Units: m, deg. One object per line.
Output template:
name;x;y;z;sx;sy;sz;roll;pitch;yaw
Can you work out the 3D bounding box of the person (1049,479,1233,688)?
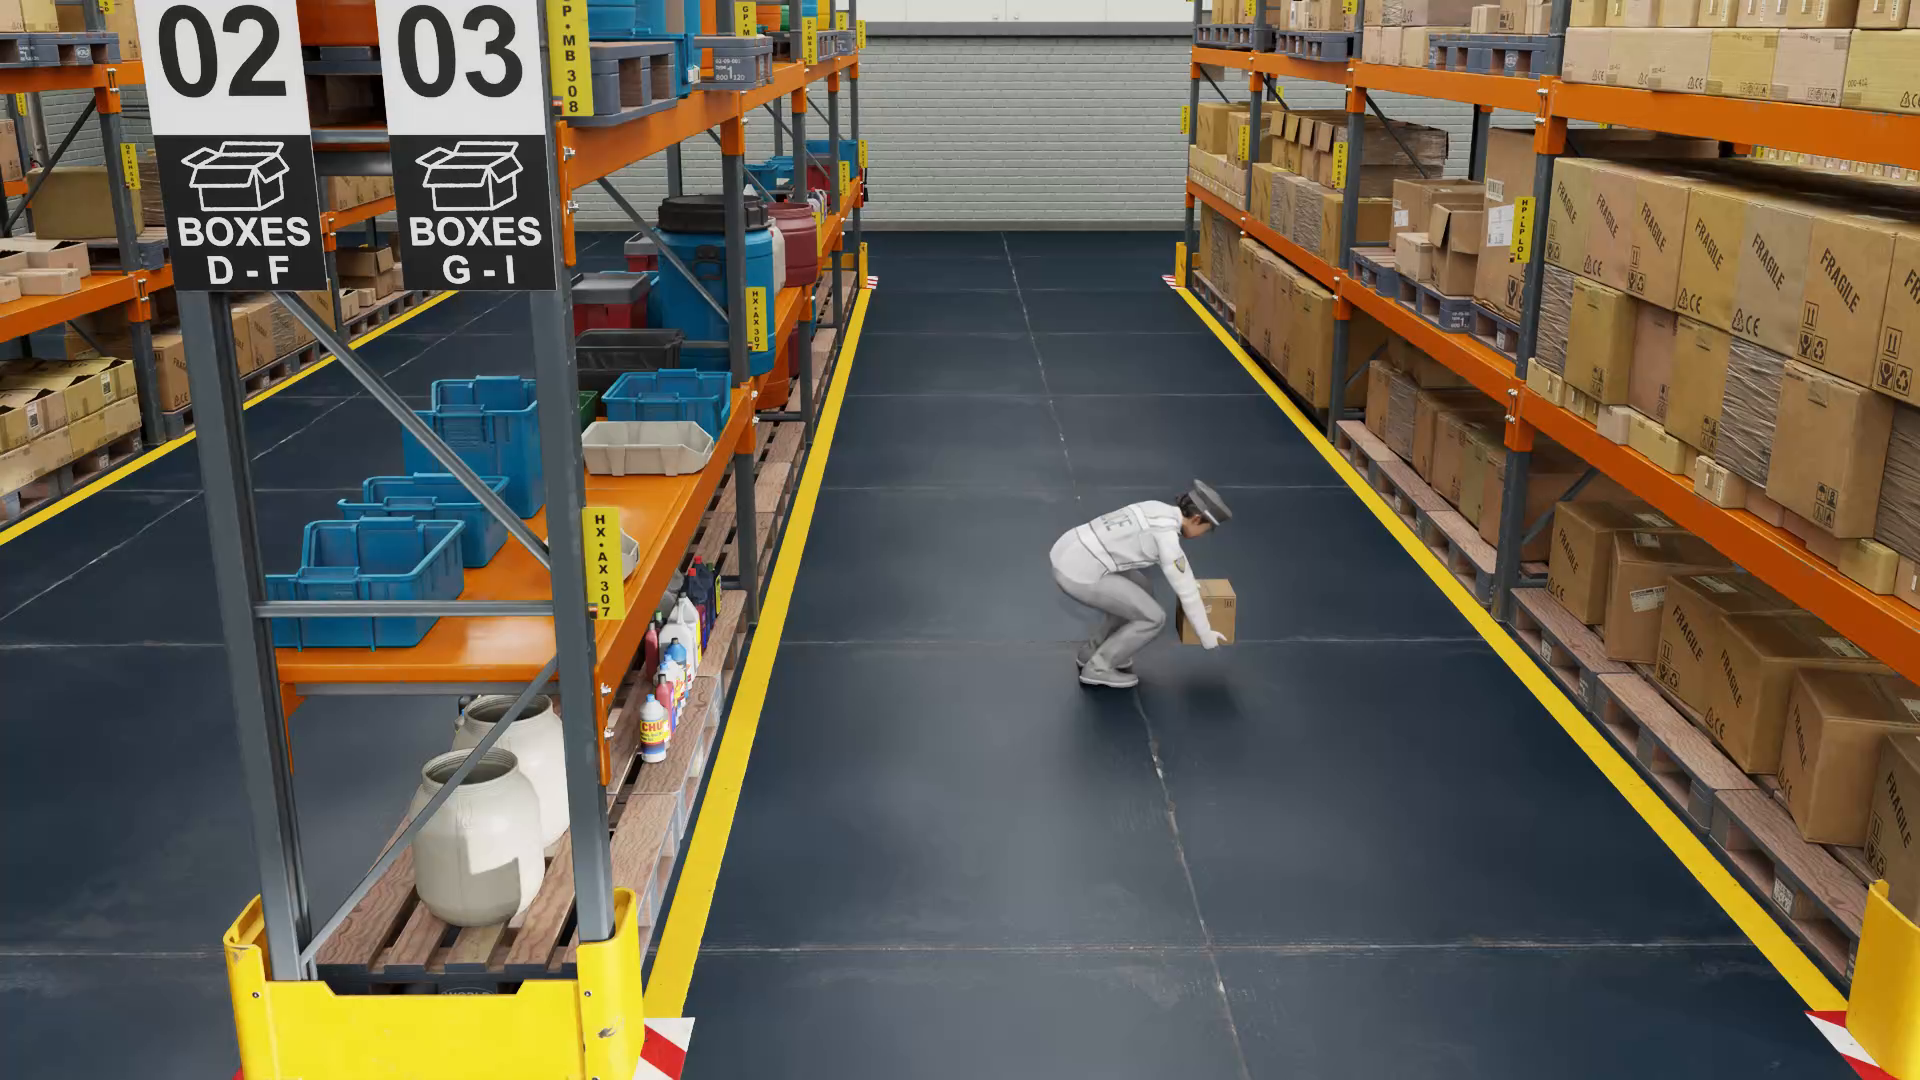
person;0.877;0.200;8.070;0.884;0.980;0.460;-1;17;-2
